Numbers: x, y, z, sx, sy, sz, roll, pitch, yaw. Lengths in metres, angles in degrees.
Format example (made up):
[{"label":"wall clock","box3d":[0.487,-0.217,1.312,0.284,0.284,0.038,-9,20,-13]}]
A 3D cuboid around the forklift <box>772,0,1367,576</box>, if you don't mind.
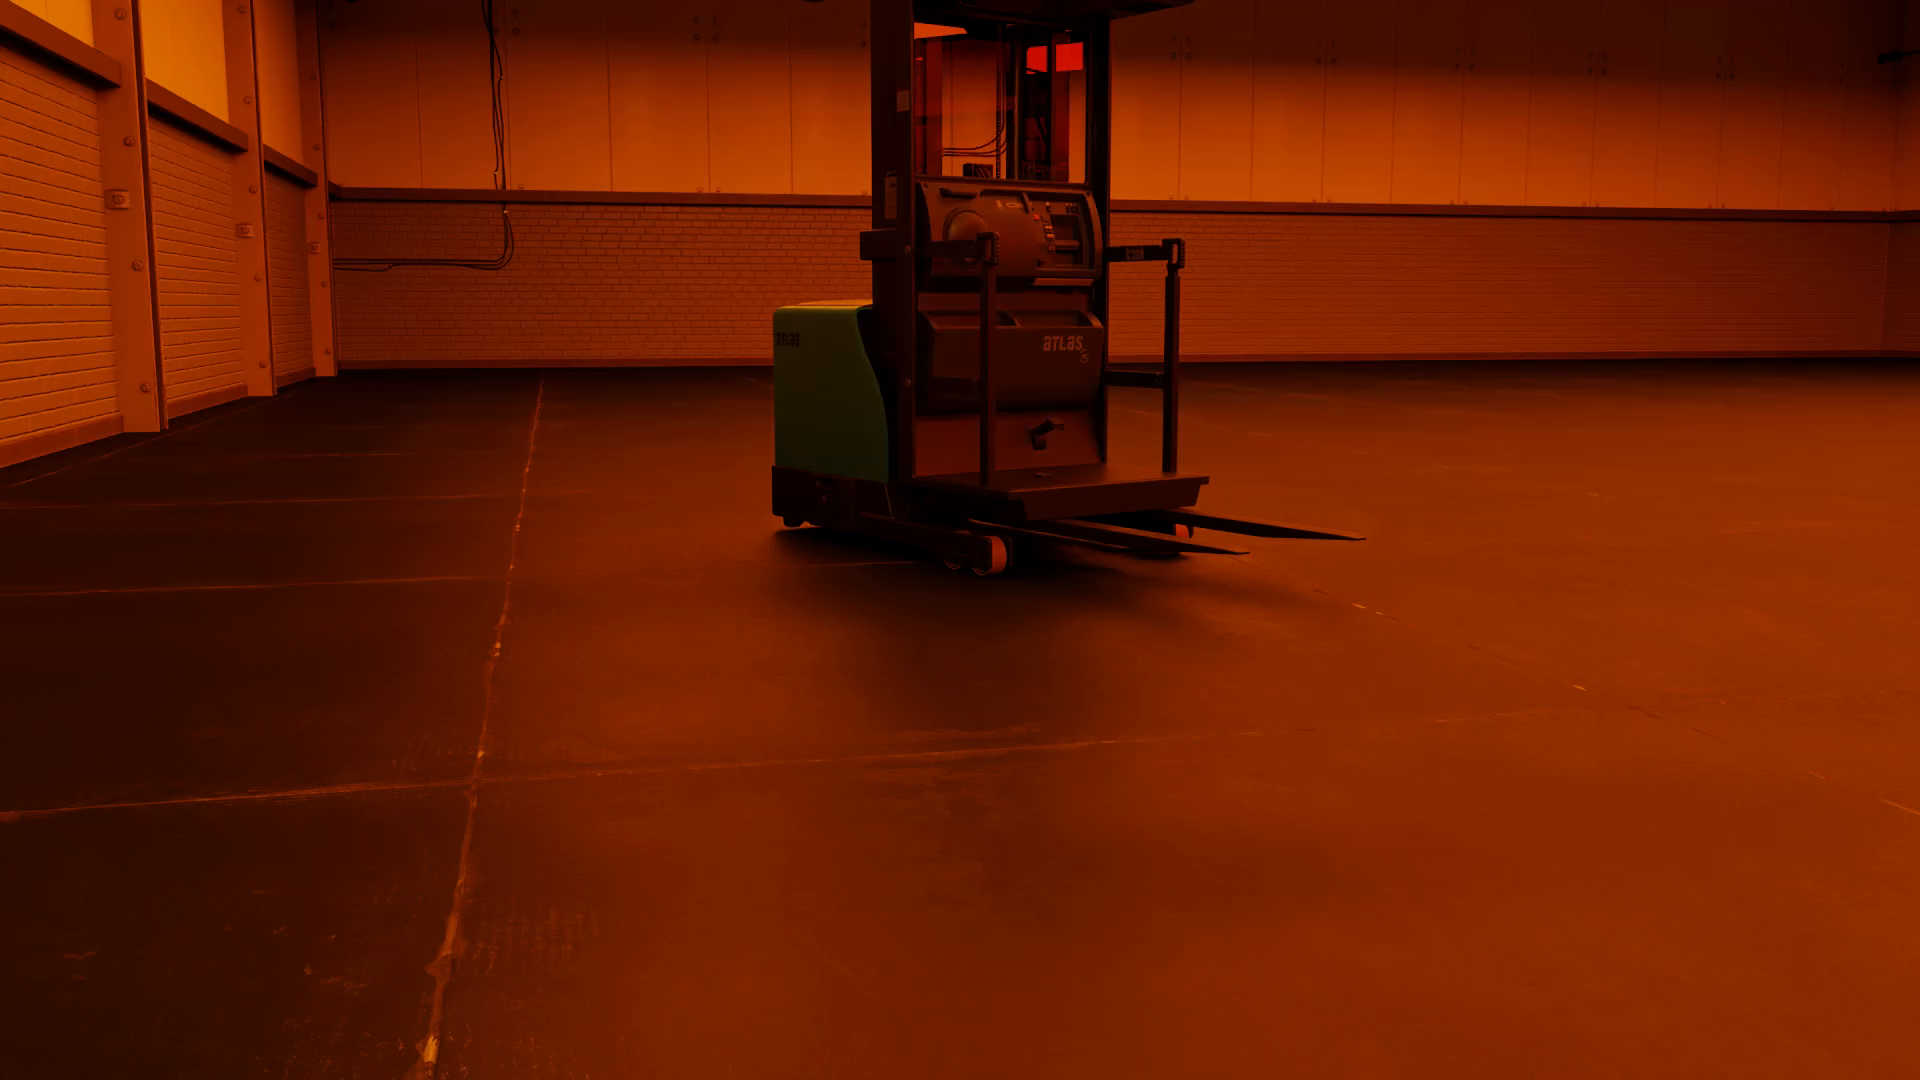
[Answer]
[{"label":"forklift","box3d":[0.355,-1.383,7.015,1.130,2.935,3.031,-6,10,-35]}]
